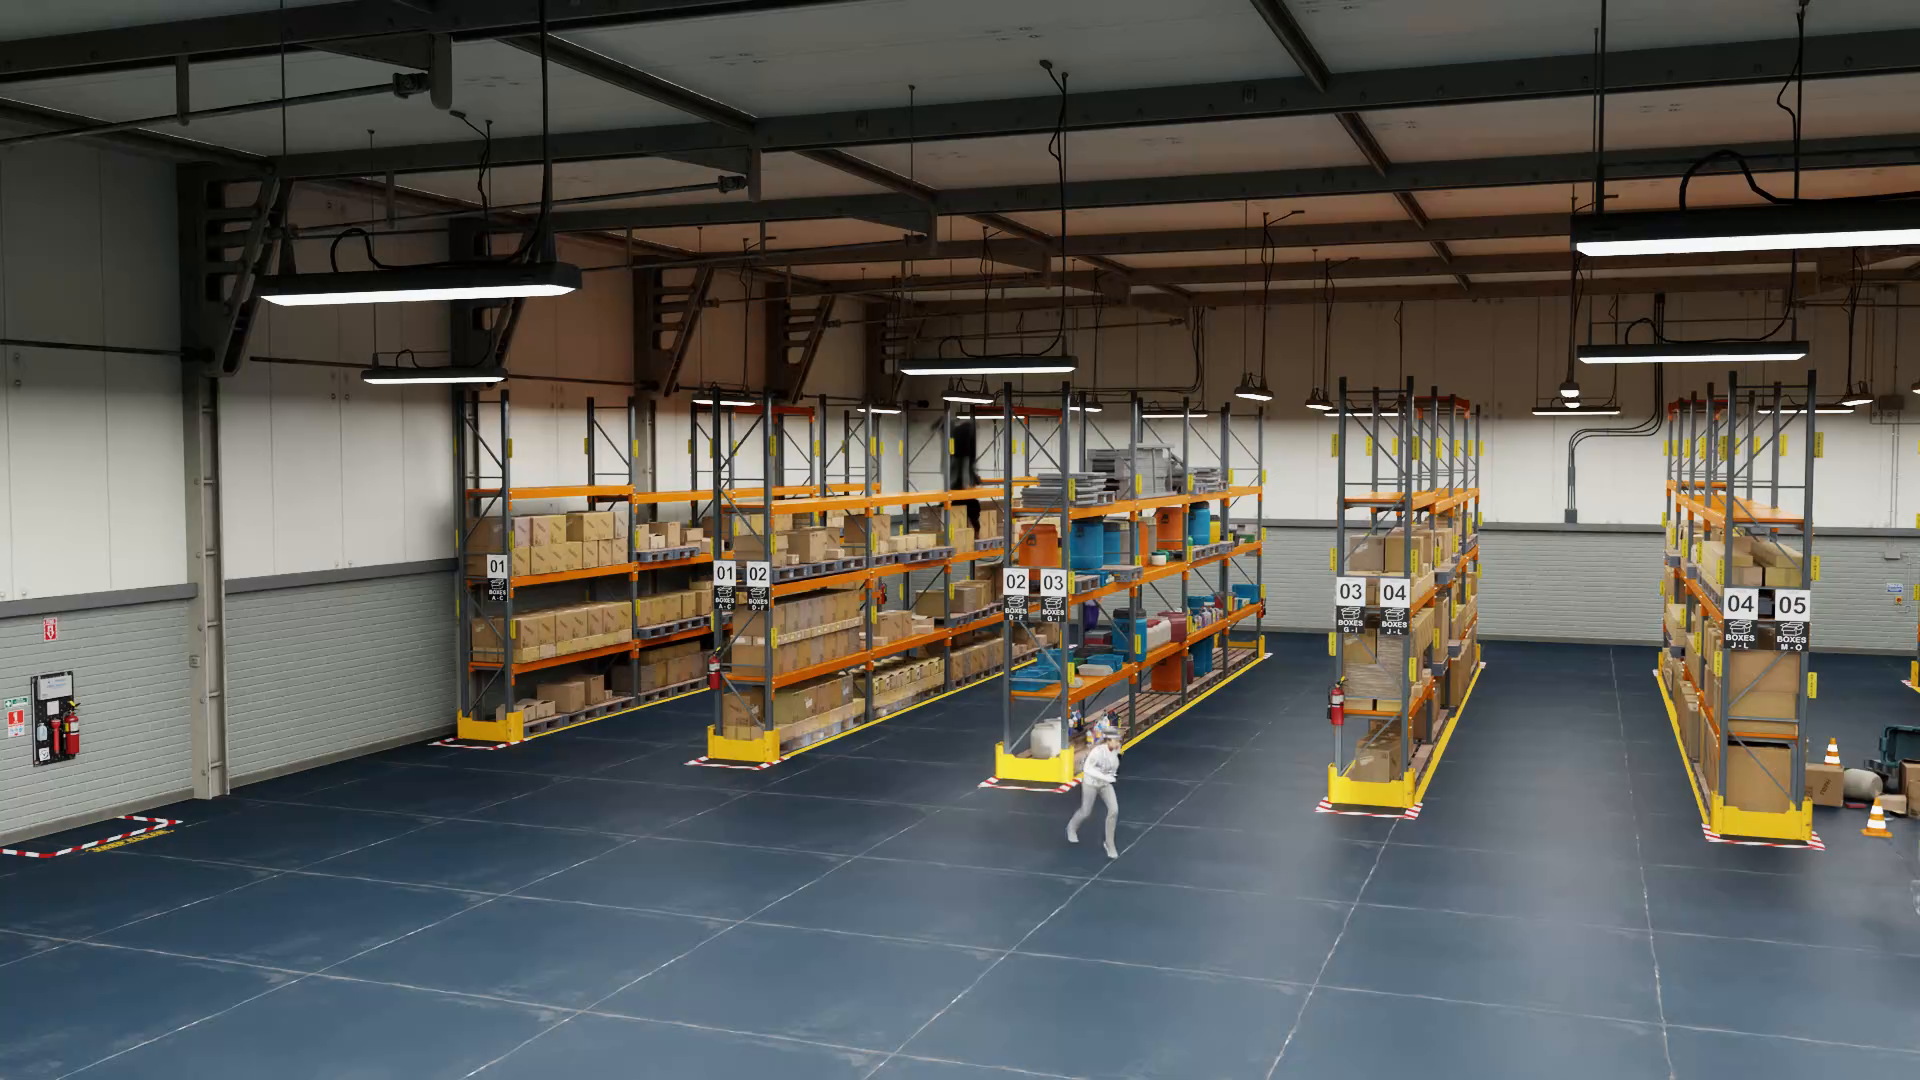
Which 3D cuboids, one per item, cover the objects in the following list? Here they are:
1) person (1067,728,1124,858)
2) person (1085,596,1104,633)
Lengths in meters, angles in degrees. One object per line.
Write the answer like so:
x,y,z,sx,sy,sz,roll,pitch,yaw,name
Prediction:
1.679,3.099,20.683,0.658,1.624,0.963,-2,4,-38,person
3.420,1.842,42.888,0.576,1.672,0.680,0,3,-3,person
